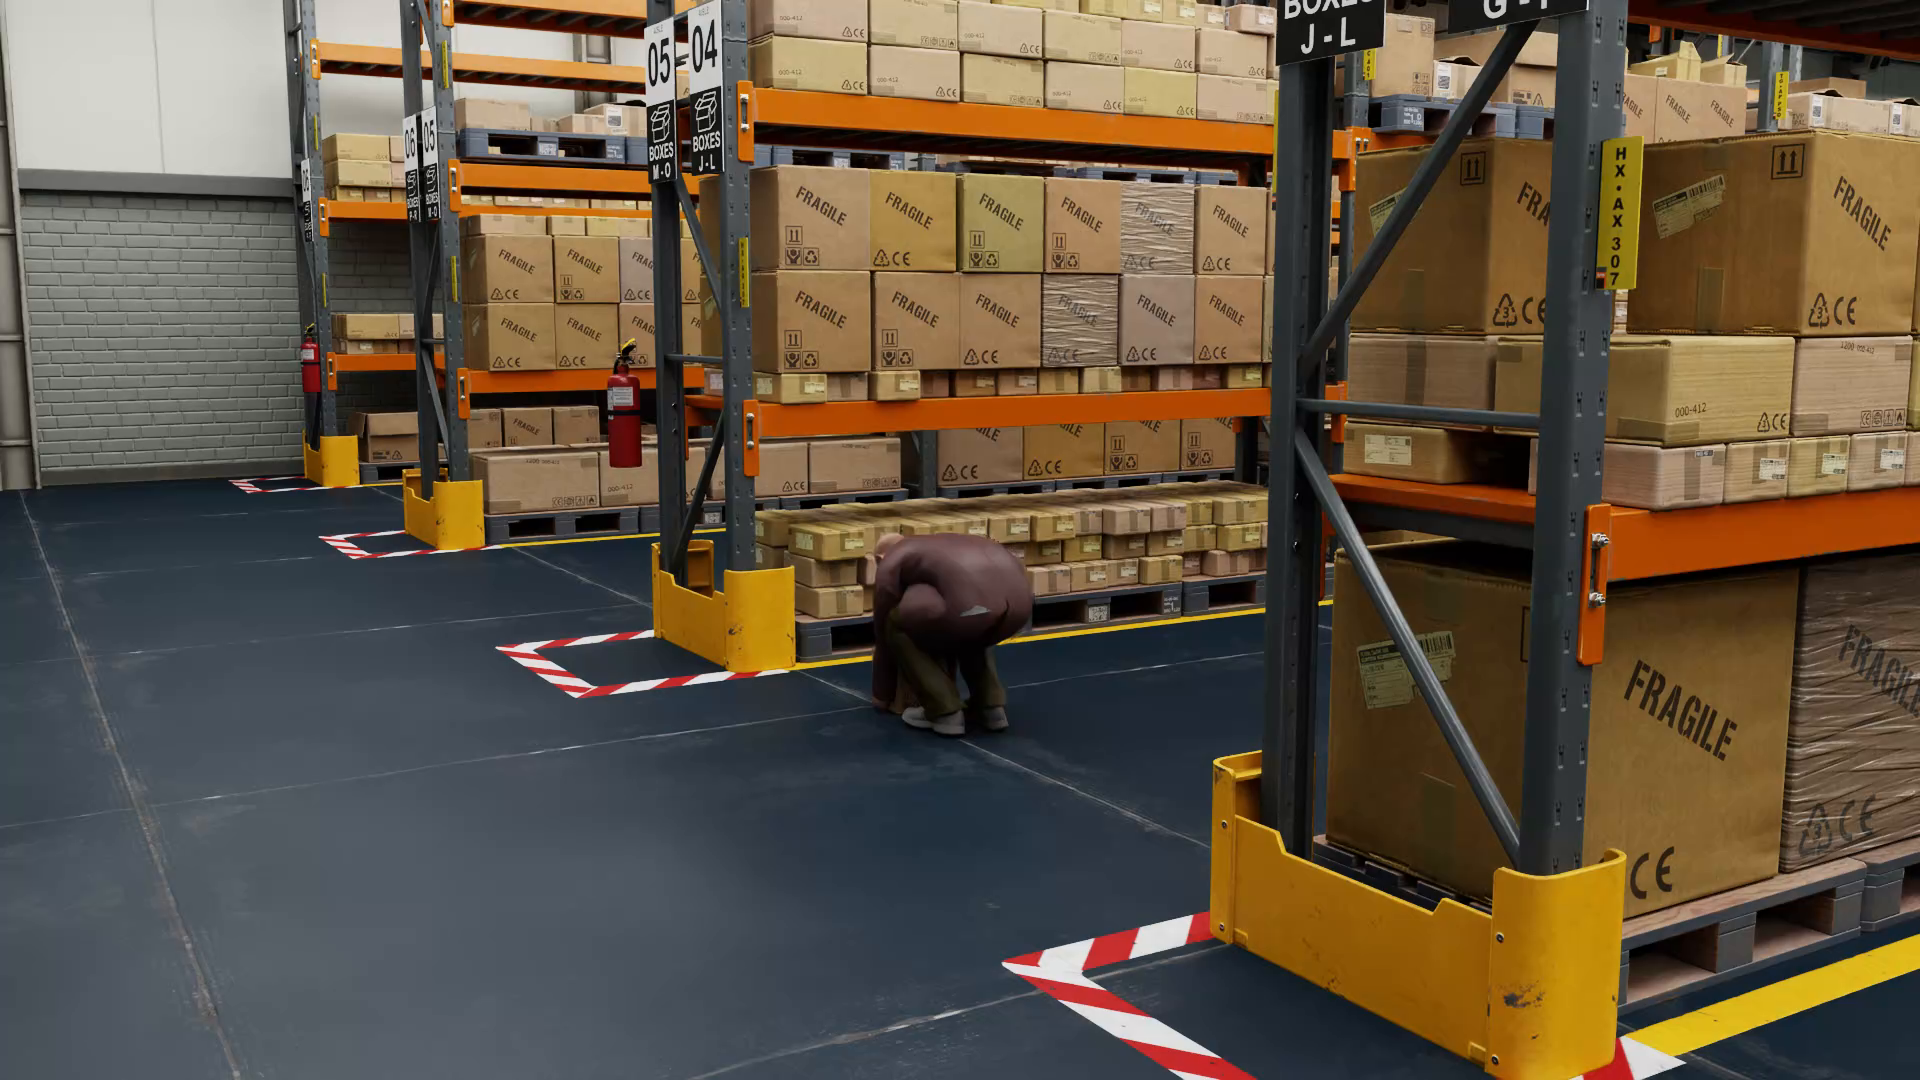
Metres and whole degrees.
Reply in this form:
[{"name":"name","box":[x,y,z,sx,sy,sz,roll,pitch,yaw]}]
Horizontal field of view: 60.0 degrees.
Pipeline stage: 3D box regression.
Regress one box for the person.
[{"name":"person","box":[-0.067,0.389,7.128,0.572,0.837,0.948,-5,9,-32]}]
